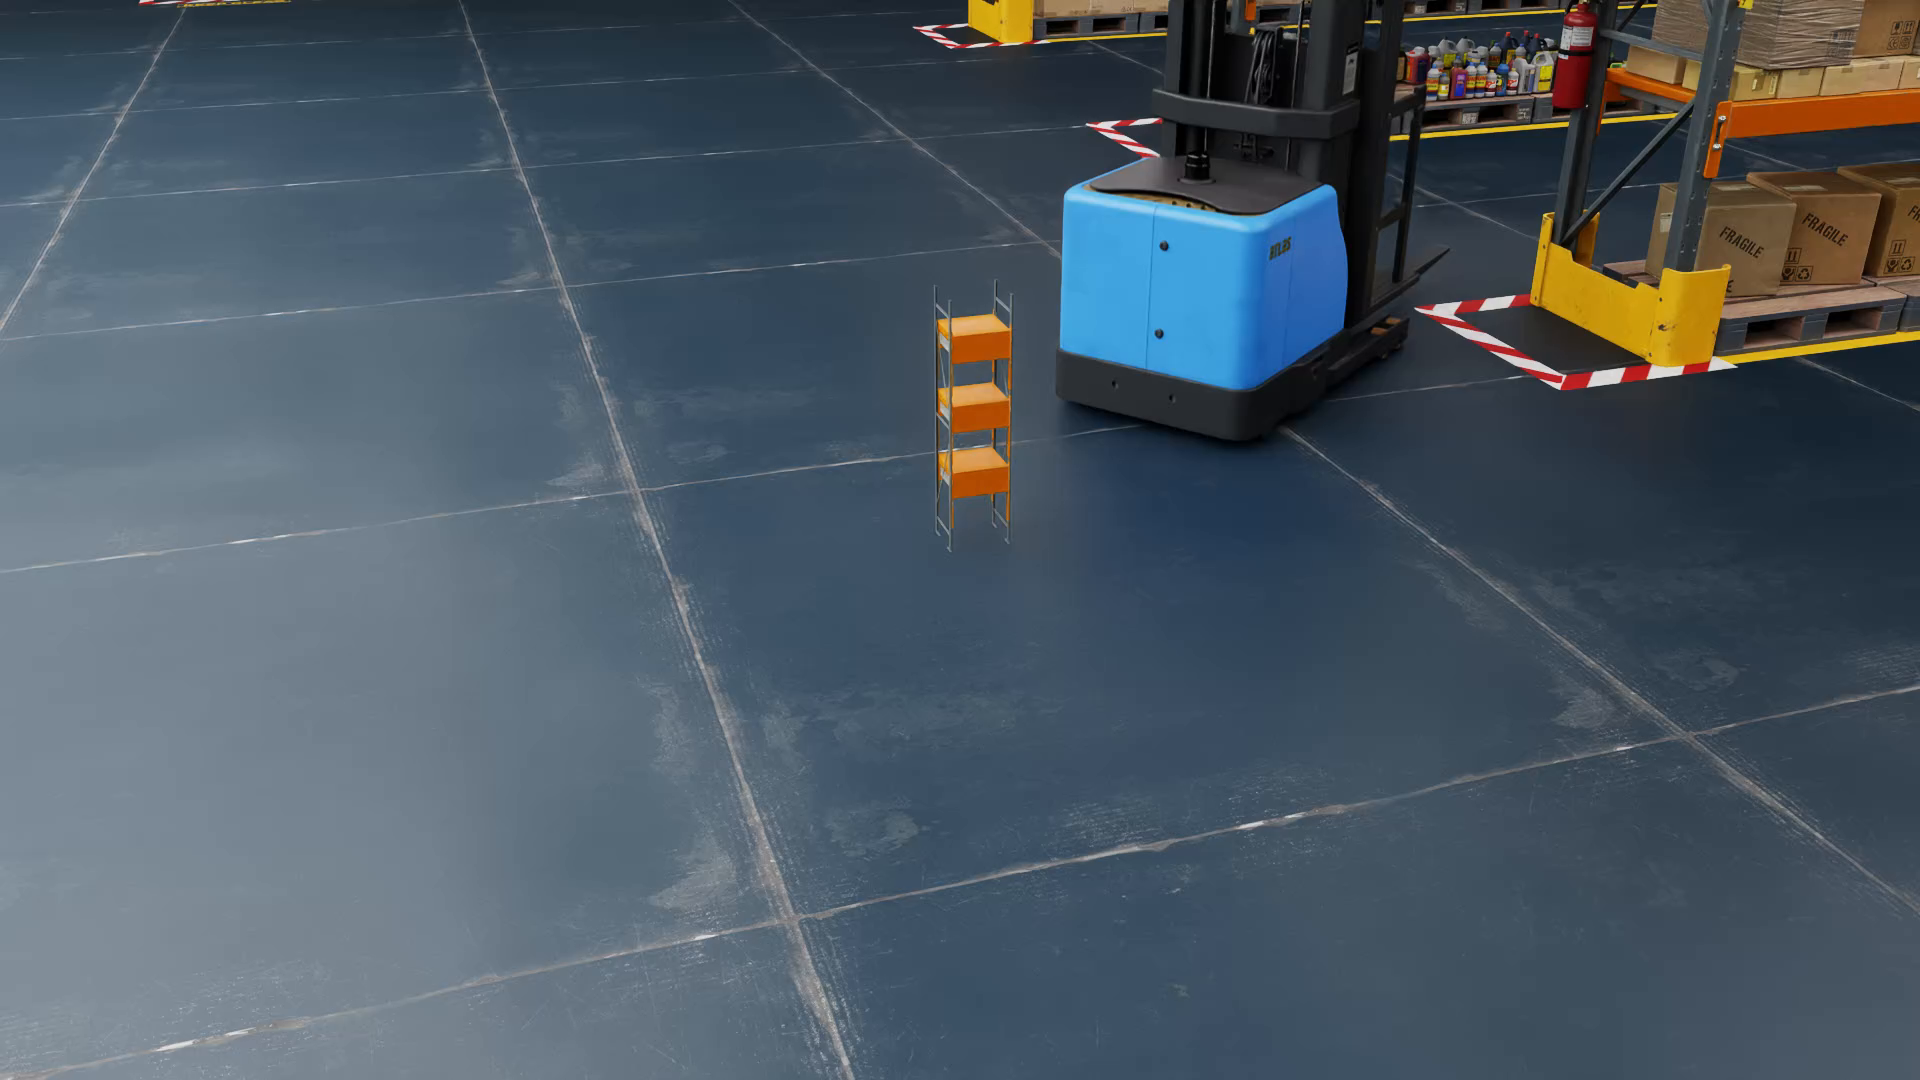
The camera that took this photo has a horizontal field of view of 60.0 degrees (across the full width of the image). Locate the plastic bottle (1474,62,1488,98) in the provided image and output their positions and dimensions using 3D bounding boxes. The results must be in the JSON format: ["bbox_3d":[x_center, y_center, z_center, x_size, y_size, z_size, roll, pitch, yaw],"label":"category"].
[{"bbox_3d":[4.213,-3.731,13.465,0.097,0.271,0.097,0,26,0],"label":"plastic bottle"}]

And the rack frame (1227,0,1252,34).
[{"bbox_3d":[1.971,-4.577,12.596,0.127,3.000,1.000,-8,28,-16],"label":"rack frame"}]

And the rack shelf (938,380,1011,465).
[{"bbox_3d":[0.051,-0.468,6.536,0.240,0.259,0.215,-8,28,-16],"label":"rack shelf"}]

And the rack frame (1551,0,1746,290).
[{"bbox_3d":[3.505,-2.483,8.378,0.127,3.000,1.000,-8,28,-16],"label":"rack frame"}]

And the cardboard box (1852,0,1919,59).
[{"bbox_3d":[4.475,-2.844,8.659,0.500,0.500,0.875,-8,28,-16],"label":"cardboard box"}]

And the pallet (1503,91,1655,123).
[{"bbox_3d":[5.123,-3.804,14.175,1.213,0.211,1.003,-8,28,-16],"label":"pallet"}]

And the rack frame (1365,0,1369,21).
[{"bbox_3d":[4.244,-7.223,17.925,0.127,3.000,1.000,-8,28,-16],"label":"rack frame"}]

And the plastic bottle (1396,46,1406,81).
[{"bbox_3d":[3.687,-4.019,14.033,0.133,0.283,0.061,-8,27,-15],"label":"plastic bottle"}]

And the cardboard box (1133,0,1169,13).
[{"bbox_3d":[1.969,-5.747,17.573,0.500,0.250,0.500,-8,28,-16],"label":"cardboard box"}]

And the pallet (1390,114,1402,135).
[{"bbox_3d":[2.803,-3.468,13.498,1.213,0.211,1.003,-8,28,-16],"label":"pallet"}]

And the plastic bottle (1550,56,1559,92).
[{"bbox_3d":[4.927,-3.831,13.654,0.133,0.283,0.061,-6,27,-13],"label":"plastic bottle"}]

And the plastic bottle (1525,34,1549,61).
[{"bbox_3d":[4.923,-4.142,14.203,0.185,0.351,0.144,-8,28,-16],"label":"plastic bottle"}]

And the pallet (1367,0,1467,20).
[{"bbox_3d":[4.933,-6.092,18.783,1.213,0.211,1.003,-8,28,-16],"label":"pallet"}]

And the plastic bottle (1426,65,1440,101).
[{"bbox_3d":[3.792,-3.670,13.342,0.097,0.271,0.097,0,26,0],"label":"plastic bottle"}]

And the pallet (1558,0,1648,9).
[{"bbox_3d":[7.253,-6.427,19.459,1.213,0.211,1.003,-8,28,-16],"label":"pallet"}]

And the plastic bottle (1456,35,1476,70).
[{"bbox_3d":[4.295,-4.118,14.156,0.185,0.351,0.144,-8,28,-17],"label":"plastic bottle"}]

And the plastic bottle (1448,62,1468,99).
[{"bbox_3d":[4.012,-3.699,13.387,0.133,0.283,0.061,-8,27,-15],"label":"plastic bottle"}]

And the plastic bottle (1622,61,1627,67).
[{"bbox_3d":[5.526,-3.890,13.864,0.097,0.201,0.097,0,26,0],"label":"plastic bottle"}]

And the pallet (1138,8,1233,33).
[{"bbox_3d":[2.313,-5.712,18.018,1.213,0.211,1.003,-8,28,-16],"label":"pallet"}]

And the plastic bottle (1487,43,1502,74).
[{"bbox_3d":[4.571,-4.105,14.219,0.097,0.271,0.097,0,26,0],"label":"plastic bottle"}]

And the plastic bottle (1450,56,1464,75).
[{"bbox_3d":[4.197,-3.980,14.047,0.097,0.201,0.097,0,26,0],"label":"plastic bottle"}]

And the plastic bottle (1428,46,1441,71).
[{"bbox_3d":[3.962,-4.034,14.072,0.135,0.276,0.152,-9,28,-18],"label":"plastic bottle"}]

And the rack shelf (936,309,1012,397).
[{"bbox_3d":[0.051,-0.722,6.410,0.240,0.259,0.215,-8,28,-16],"label":"rack shelf"}]

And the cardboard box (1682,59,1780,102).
[{"bbox_3d":[3.850,-2.309,8.309,0.250,0.149,0.380,-8,28,-16],"label":"cardboard box"}]

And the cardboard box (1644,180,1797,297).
[{"bbox_3d":[4.104,-1.630,8.999,0.500,0.500,0.500,-3,27,-7],"label":"cardboard box"}]

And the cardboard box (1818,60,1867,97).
[{"bbox_3d":[4.336,-2.363,8.419,0.250,0.149,0.380,-8,28,-16],"label":"cardboard box"}]

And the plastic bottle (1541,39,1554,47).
[{"bbox_3d":[5.037,-4.190,14.385,0.135,0.276,0.152,-7,27,-14],"label":"plastic bottle"}]

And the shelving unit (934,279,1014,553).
[{"bbox_3d":[0.051,-0.478,6.531,0.252,1.050,0.215,-8,28,-16],"label":"shelving unit"}]

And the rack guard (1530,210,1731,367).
[{"bbox_3d":[3.577,-1.374,8.955,0.348,0.500,1.175,-8,28,-16],"label":"rack guard"}]

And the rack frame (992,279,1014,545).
[{"bbox_3d":[0.167,-0.494,6.565,0.008,1.050,0.200,-8,28,-16],"label":"rack frame"}]

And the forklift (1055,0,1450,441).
[{"bbox_3d":[1.715,-2.360,8.208,1.130,2.935,3.031,17,31,31],"label":"forklift"}]

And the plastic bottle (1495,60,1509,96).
[{"bbox_3d":[4.405,-3.759,13.521,0.097,0.271,0.097,0,26,0],"label":"plastic bottle"}]

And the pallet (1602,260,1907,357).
[{"bbox_3d":[4.361,-1.341,9.214,1.213,0.211,1.003,-8,28,-16],"label":"pallet"}]

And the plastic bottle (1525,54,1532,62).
[{"bbox_3d":[4.706,-3.866,13.725,0.133,0.283,0.061,-8,28,-16],"label":"plastic bottle"}]

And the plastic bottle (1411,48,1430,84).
[{"bbox_3d":[3.863,-3.974,13.941,0.133,0.283,0.061,-8,28,-16],"label":"plastic bottle"}]

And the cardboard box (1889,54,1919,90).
[{"bbox_3d":[4.807,-2.438,8.569,0.250,0.149,0.380,-8,28,-16],"label":"cardboard box"}]

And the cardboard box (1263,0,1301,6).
[{"bbox_3d":[3.392,-5.958,17.998,0.500,0.250,0.500,-8,28,-16],"label":"cardboard box"}]

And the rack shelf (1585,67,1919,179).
[{"bbox_3d":[5.407,-2.436,9.092,4.000,0.370,1.077,-8,28,-16],"label":"rack shelf"}]

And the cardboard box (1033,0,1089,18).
[{"bbox_3d":[1.020,-5.608,17.293,0.500,0.250,0.500,-8,28,-16],"label":"cardboard box"}]

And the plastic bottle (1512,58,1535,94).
[{"bbox_3d":[4.606,-3.803,13.605,0.135,0.276,0.152,-8,27,-15],"label":"plastic bottle"}]

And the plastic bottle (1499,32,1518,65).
[{"bbox_3d":[4.699,-4.177,14.274,0.185,0.351,0.144,-9,28,-18],"label":"plastic bottle"}]

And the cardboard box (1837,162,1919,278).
[{"bbox_3d":[5.263,-1.805,9.351,0.500,0.500,0.500,-6,27,-11],"label":"cardboard box"}]
